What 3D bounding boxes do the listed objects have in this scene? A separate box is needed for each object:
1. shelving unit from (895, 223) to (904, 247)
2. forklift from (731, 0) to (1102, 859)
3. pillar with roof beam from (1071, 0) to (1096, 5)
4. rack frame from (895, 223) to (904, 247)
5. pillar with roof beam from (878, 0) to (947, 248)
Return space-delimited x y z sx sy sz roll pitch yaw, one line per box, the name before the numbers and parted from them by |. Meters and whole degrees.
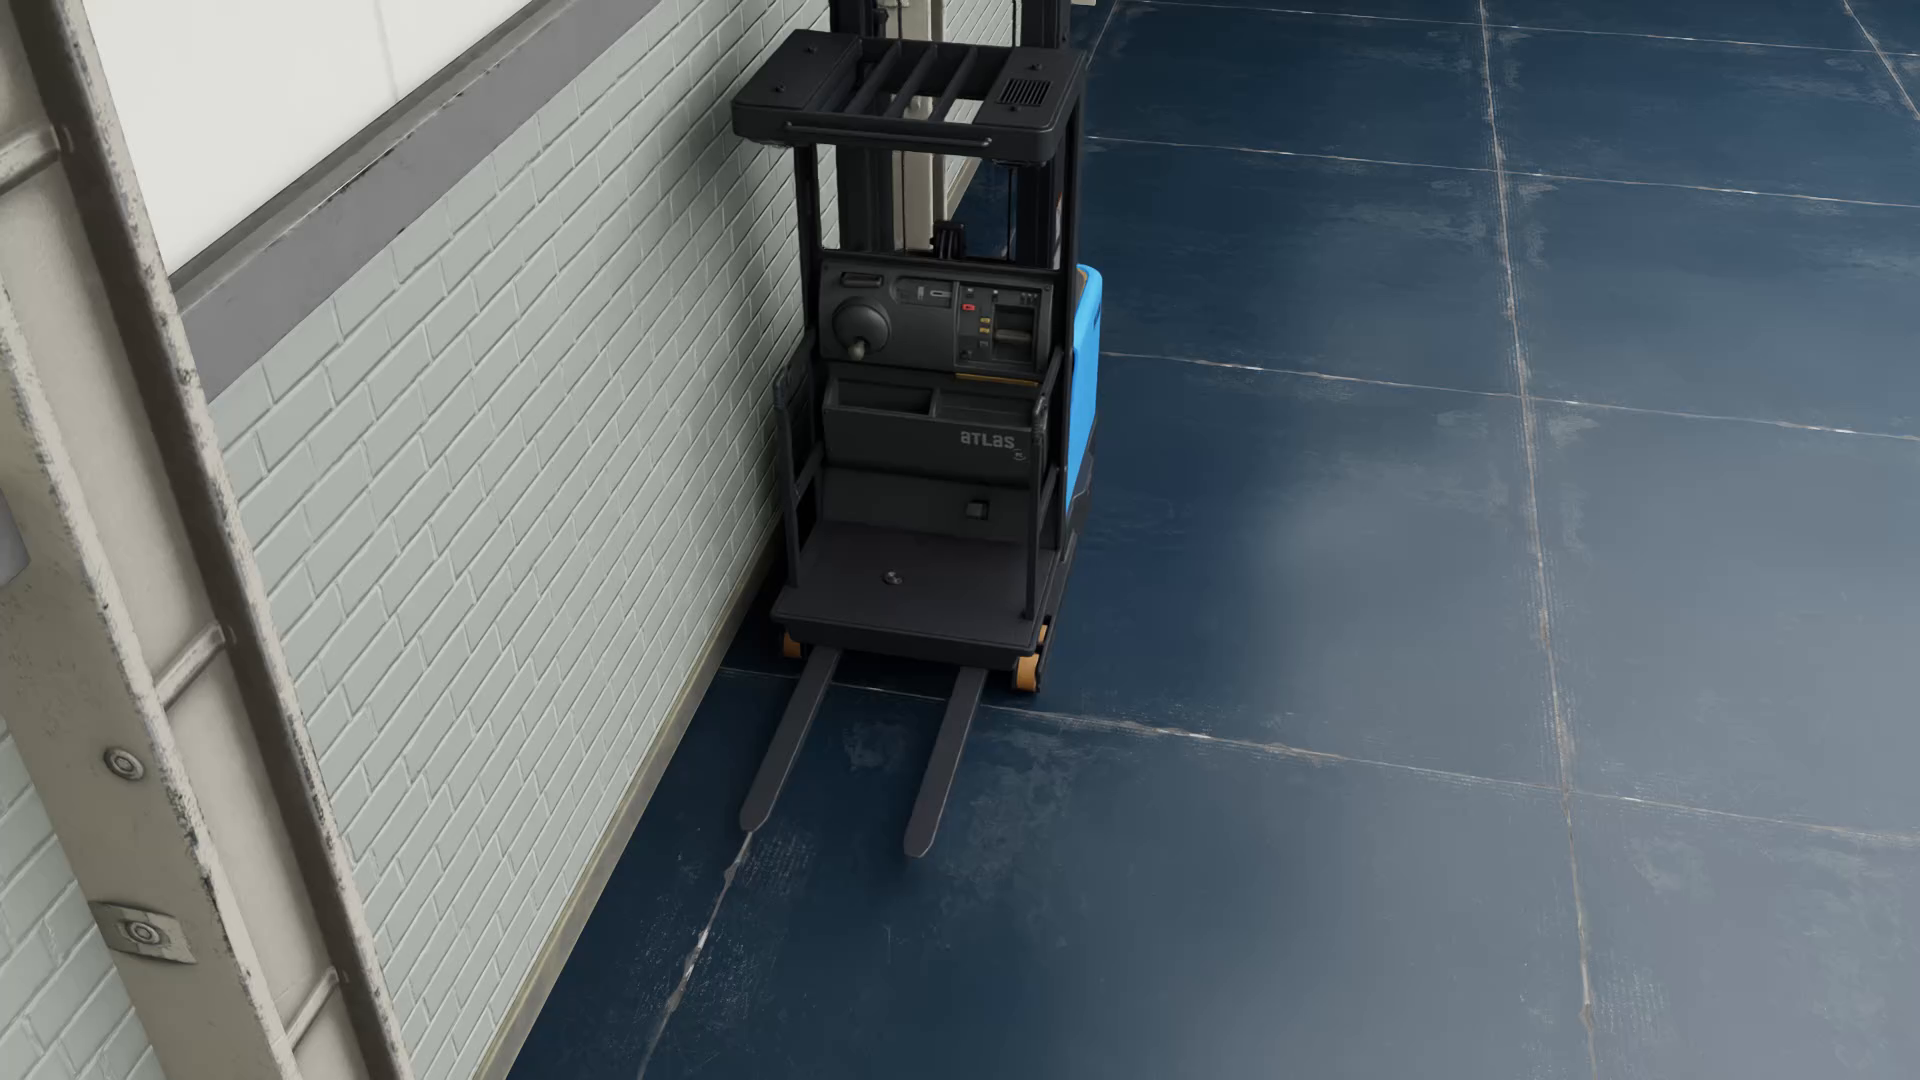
shelving unit | -0.195 -1.040 8.290 0.252 1.050 0.215 13 38 17
forklift | -0.142 -0.801 6.357 1.130 2.935 3.031 7 37 10
pillar with roof beam | 5.225 -7.714 10.726 9.100 9.000 0.400 7 37 10
rack frame | -0.309 -1.066 8.325 0.008 1.050 0.200 13 38 17
pillar with roof beam | 3.944 -4.275 5.980 9.100 9.000 0.400 7 37 10
